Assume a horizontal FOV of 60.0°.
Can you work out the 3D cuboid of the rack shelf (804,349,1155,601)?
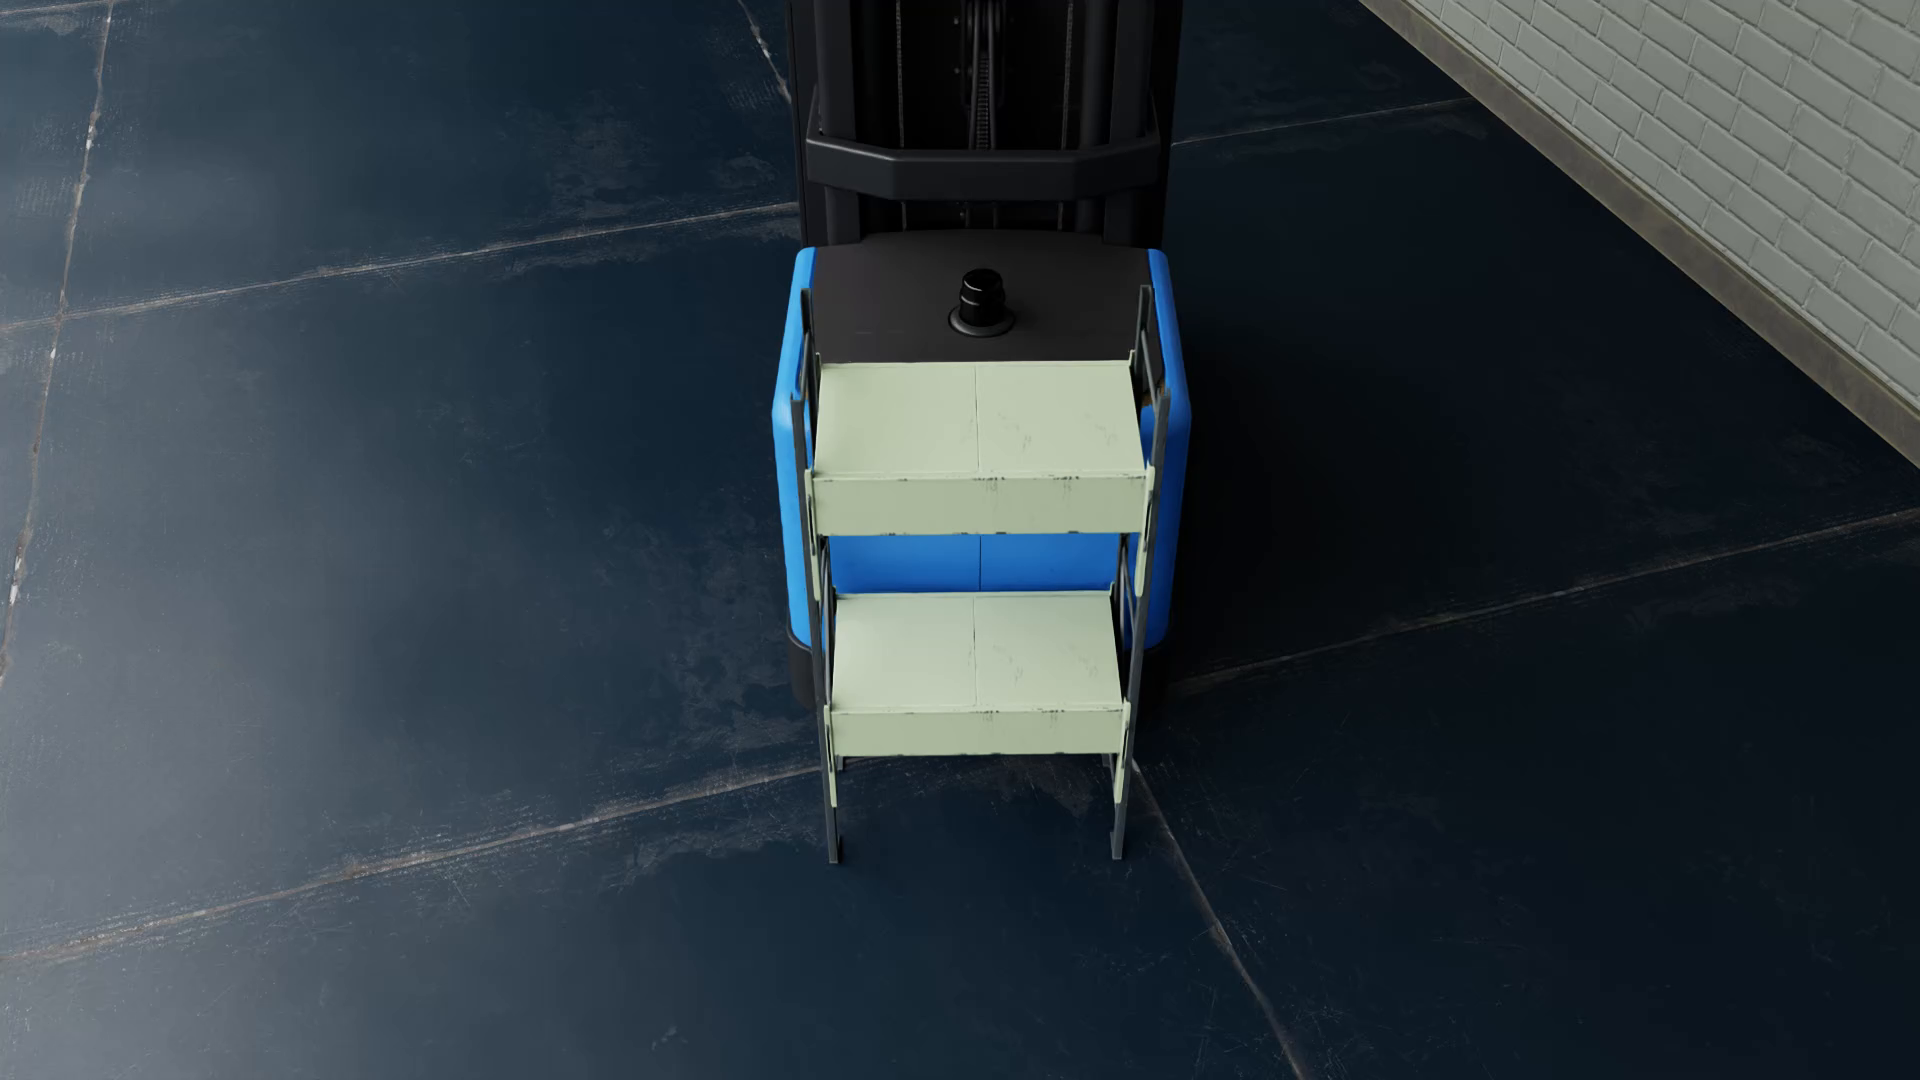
[{"bbox_3d":[0.038,-0.146,3.677,0.720,0.370,0.431,-1,42,-1],"label":"rack shelf"}]

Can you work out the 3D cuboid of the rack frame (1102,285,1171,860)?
[{"bbox_3d":[0.404,0.139,3.944,0.023,1.500,0.400,-1,42,-1],"label":"rack frame"}]

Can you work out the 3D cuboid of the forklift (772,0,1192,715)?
[{"bbox_3d":[0.067,-1.563,4.812,1.130,2.935,3.031,0,41,0],"label":"forklift"}]

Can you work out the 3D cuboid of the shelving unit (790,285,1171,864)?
[{"bbox_3d":[0.038,0.143,3.940,0.755,1.500,0.431,-1,42,-1],"label":"shelving unit"}]

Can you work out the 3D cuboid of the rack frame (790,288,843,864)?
[{"bbox_3d":[-0.328,0.147,3.935,0.023,1.500,0.400,-1,42,-1],"label":"rack frame"}]

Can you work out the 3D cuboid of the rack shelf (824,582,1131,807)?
[{"bbox_3d":[0.038,0.384,4.159,0.720,0.370,0.431,-1,42,-1],"label":"rack shelf"}]
